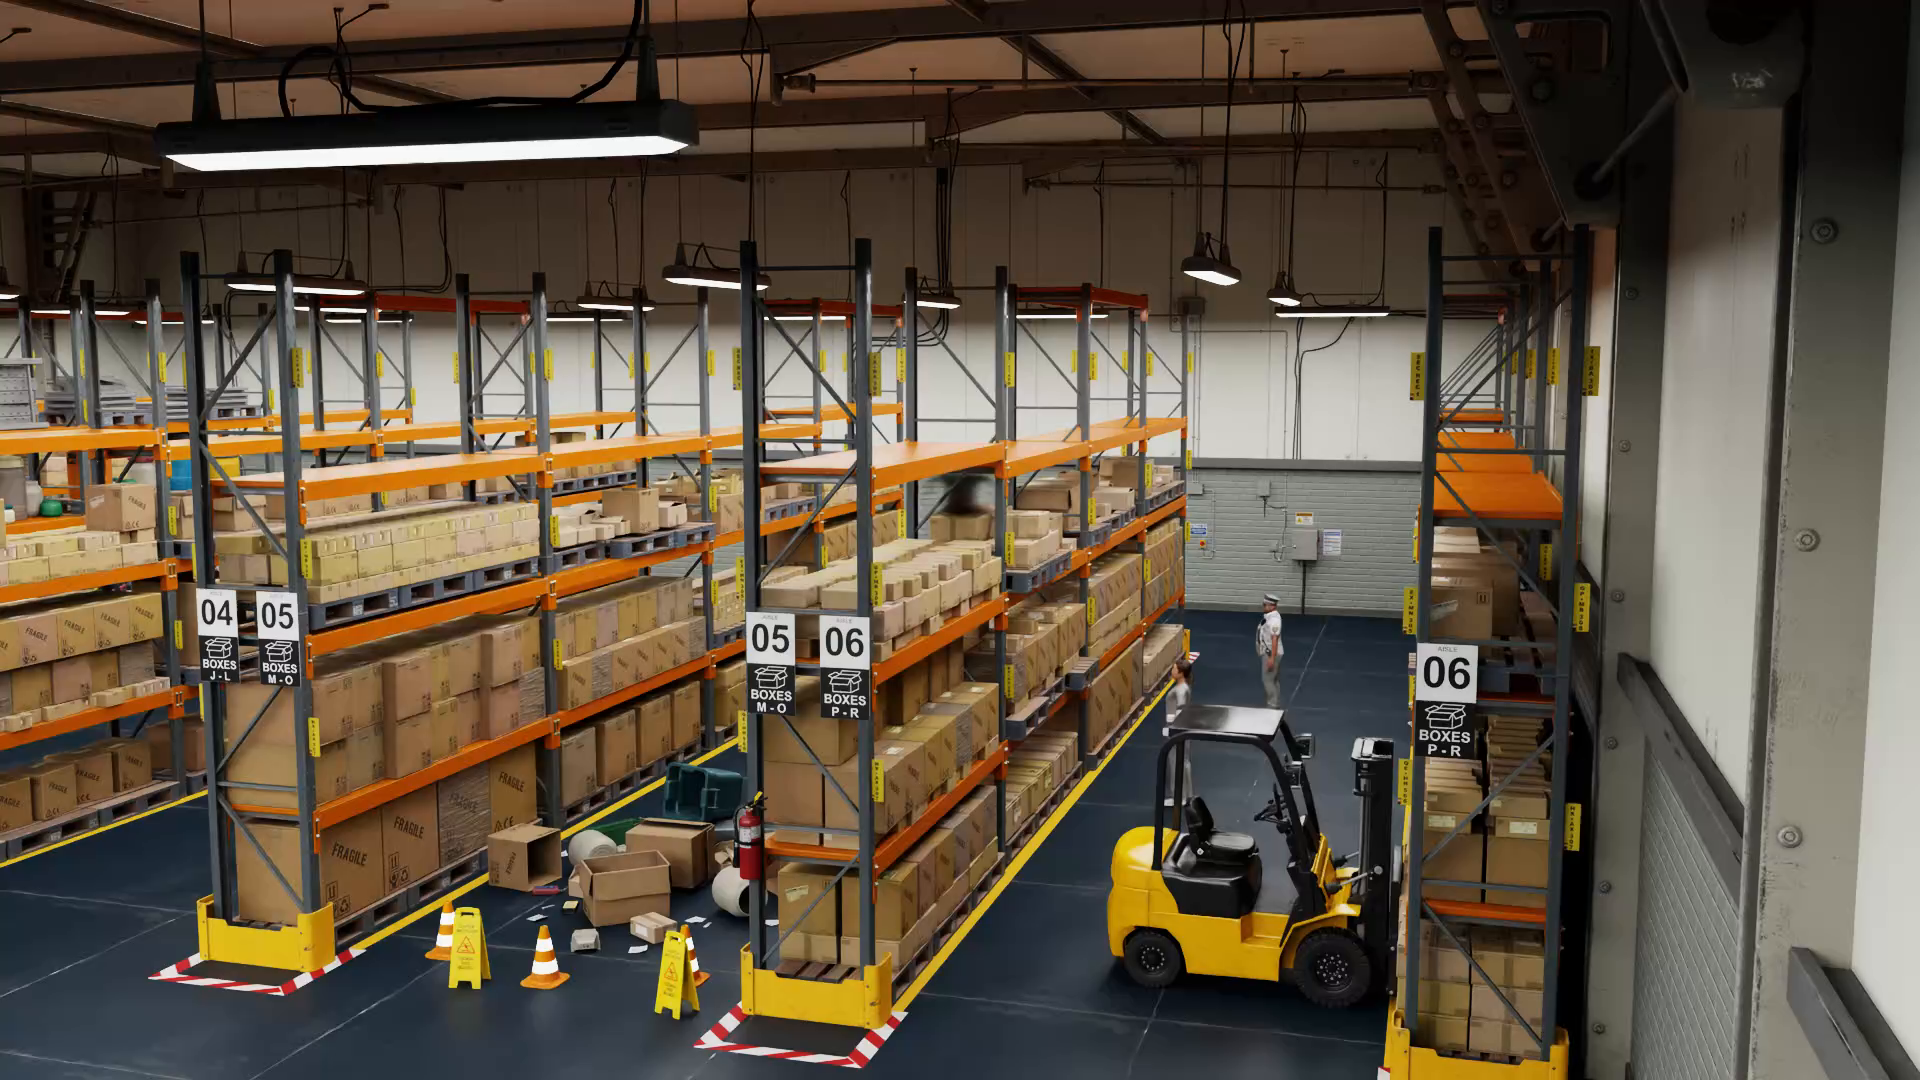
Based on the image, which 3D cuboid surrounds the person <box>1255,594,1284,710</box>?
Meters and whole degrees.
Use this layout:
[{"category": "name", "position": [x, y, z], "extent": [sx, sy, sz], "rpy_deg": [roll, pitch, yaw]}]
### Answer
[{"category": "person", "position": [4.404, 1.640, 23.654], "extent": [0.401, 1.772, 0.617], "rpy_deg": [1, 6, 9]}]

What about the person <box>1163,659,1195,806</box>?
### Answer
[{"category": "person", "position": [2.515, 2.201, 19.097], "extent": [0.345, 1.674, 0.520], "rpy_deg": [3, 7, 22]}]
